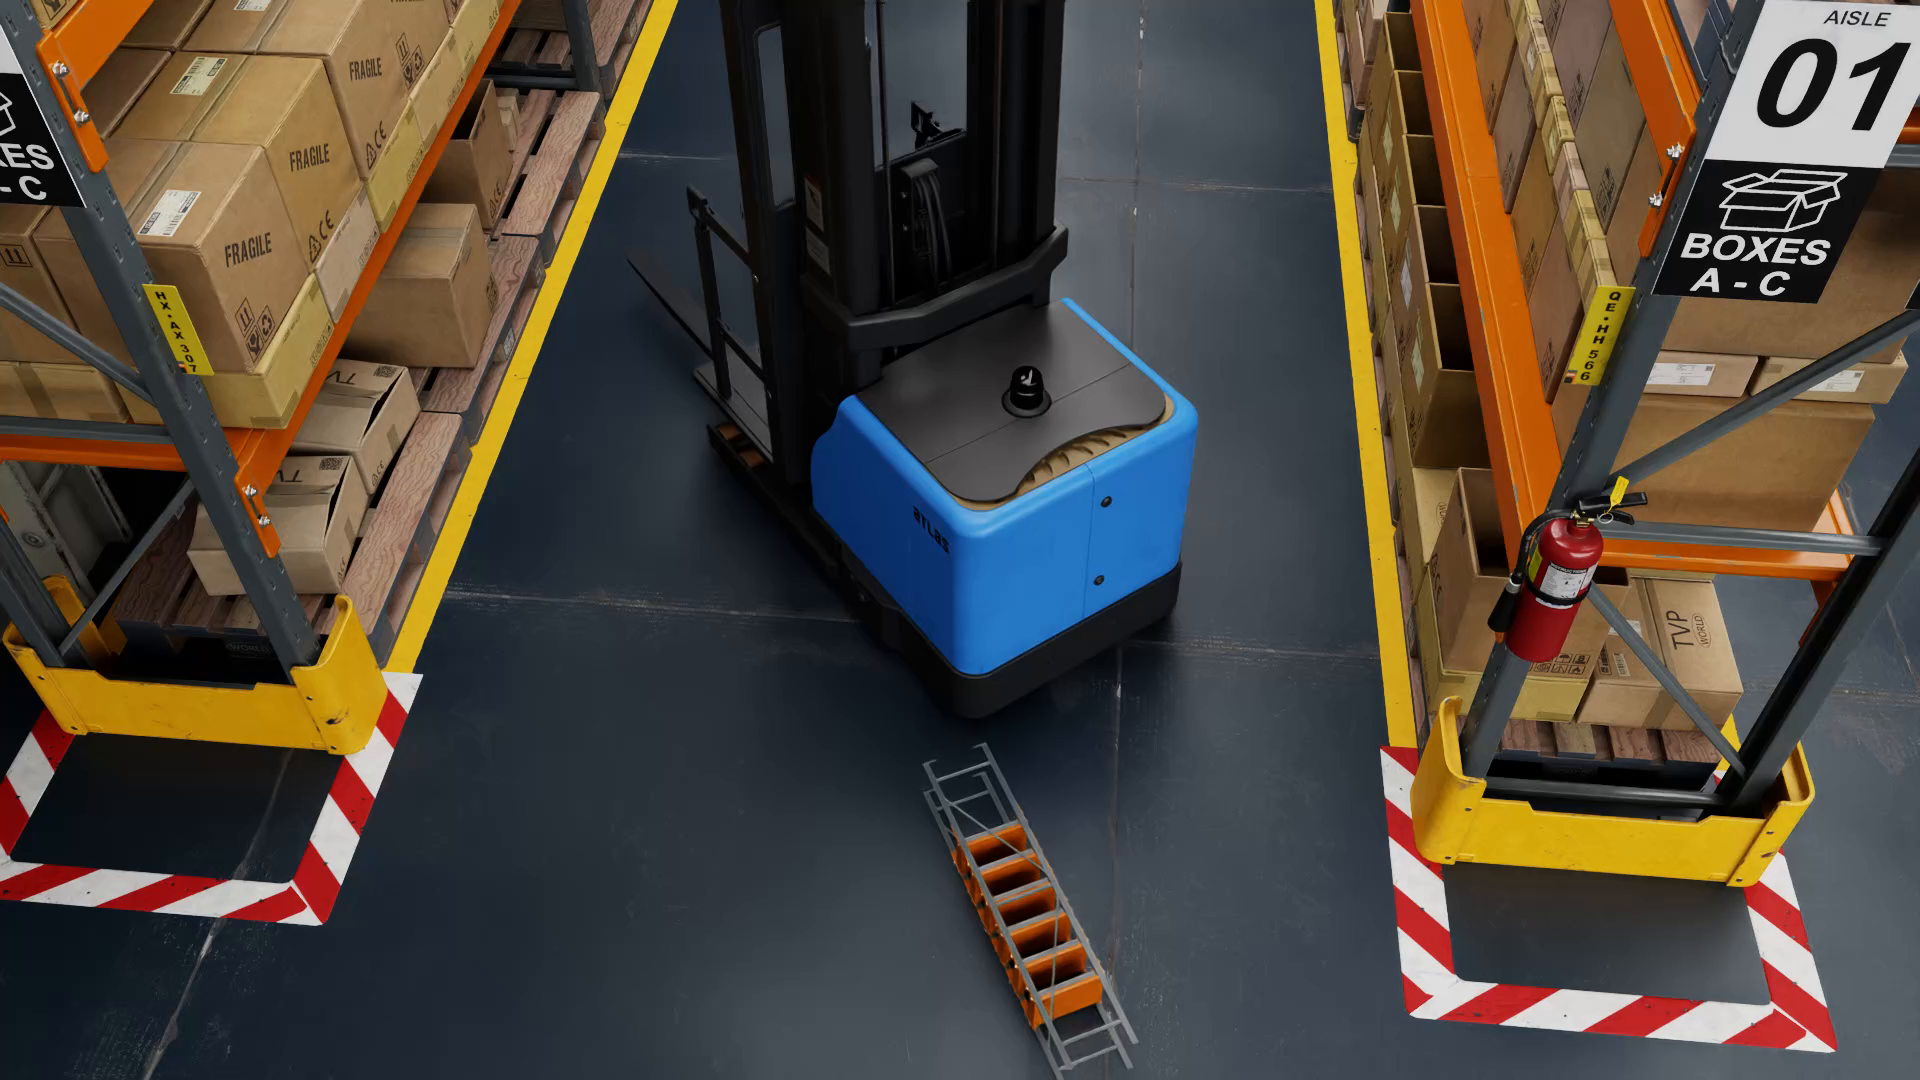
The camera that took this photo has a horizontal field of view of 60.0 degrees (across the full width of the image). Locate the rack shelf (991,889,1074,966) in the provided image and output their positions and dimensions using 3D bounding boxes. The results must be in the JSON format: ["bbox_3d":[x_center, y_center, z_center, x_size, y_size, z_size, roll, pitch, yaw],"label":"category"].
[{"bbox_3d":[0.237,1.274,5.467,0.258,0.180,0.103,-17,51,-15],"label":"rack shelf"}]

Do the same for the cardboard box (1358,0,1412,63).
[{"bbox_3d":[2.300,-2.664,8.378,0.500,0.311,0.500,4,48,4],"label":"cardboard box"}]

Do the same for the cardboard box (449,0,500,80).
[{"bbox_3d":[-2.210,-2.126,6.776,0.500,0.250,0.500,4,48,3],"label":"cardboard box"}]

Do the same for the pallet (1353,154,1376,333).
[{"bbox_3d":[2.434,-1.421,7.933,1.003,0.211,1.213,4,48,4],"label":"pallet"}]

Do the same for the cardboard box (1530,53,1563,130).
[{"bbox_3d":[2.146,-1.503,5.610,0.380,0.149,0.250,5,48,5],"label":"cardboard box"}]

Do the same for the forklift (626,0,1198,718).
[{"bbox_3d":[-0.409,-1.396,6.066,1.130,2.935,3.031,-27,53,-23],"label":"forklift"}]

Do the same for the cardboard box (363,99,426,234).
[{"bbox_3d":[-2.303,-1.385,6.098,0.500,0.250,0.500,3,48,3],"label":"cardboard box"}]

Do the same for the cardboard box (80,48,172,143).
[{"bbox_3d":[-2.862,-1.274,5.488,0.500,0.500,0.500,4,48,4],"label":"cardboard box"}]

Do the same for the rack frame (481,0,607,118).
[{"bbox_3d":[-2.385,-3.274,7.738,1.000,3.000,0.127,4,48,4],"label":"rack frame"}]

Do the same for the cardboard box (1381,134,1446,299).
[{"bbox_3d":[2.103,-1.356,7.054,0.500,0.500,0.500,4,48,4],"label":"cardboard box"}]

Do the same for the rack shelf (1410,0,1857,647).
[{"bbox_3d":[2.366,-1.232,6.357,1.077,0.370,4.000,4,48,4],"label":"rack shelf"}]

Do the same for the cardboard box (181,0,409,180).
[{"bbox_3d":[-2.298,-1.617,5.802,0.500,0.500,0.500,2,48,2],"label":"cardboard box"}]

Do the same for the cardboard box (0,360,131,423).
[{"bbox_3d":[-2.900,-0.648,5.424,0.500,0.250,0.500,4,48,4],"label":"cardboard box"}]

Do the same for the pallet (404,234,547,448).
[{"bbox_3d":[-2.519,-0.938,7.491,1.003,0.211,1.213,4,48,4],"label":"pallet"}]

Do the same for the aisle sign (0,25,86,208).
[{"bbox_3d":[-2.457,-1.139,4.024,0.394,0.787,0.004,4,48,4],"label":"aisle sign"}]

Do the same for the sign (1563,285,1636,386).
[{"bbox_3d":[1.645,-0.522,4.276,0.100,0.325,0.005,4,48,4],"label":"sign"}]

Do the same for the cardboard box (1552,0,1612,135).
[{"bbox_3d":[2.332,-1.615,5.273,0.700,0.500,0.500,4,48,4],"label":"cardboard box"}]

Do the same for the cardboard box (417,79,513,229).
[{"bbox_3d":[-2.440,-1.814,7.798,0.500,0.500,0.500,1,48,1],"label":"cardboard box"}]

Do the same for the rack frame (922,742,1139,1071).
[{"bbox_3d":[0.209,1.161,5.445,0.240,0.006,1.200,-17,51,-15],"label":"rack frame"}]

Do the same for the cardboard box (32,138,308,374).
[{"bbox_3d":[-2.407,-0.875,5.123,0.500,0.500,0.500,4,48,4],"label":"cardboard box"}]

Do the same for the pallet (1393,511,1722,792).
[{"bbox_3d":[2.212,0.372,6.293,1.003,0.211,1.213,4,48,4],"label":"pallet"}]

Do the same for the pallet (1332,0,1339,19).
[{"bbox_3d":[2.685,-3.446,9.785,1.003,0.211,1.213,4,48,4],"label":"pallet"}]

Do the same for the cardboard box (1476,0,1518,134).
[{"bbox_3d":[2.423,-1.895,6.408,0.700,0.500,0.500,5,48,4],"label":"cardboard box"}]

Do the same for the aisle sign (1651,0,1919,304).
[{"bbox_3d":[1.886,-0.854,3.762,0.394,0.787,0.004,4,48,4],"label":"aisle sign"}]

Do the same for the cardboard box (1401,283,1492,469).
[{"bbox_3d":[2.013,-0.621,6.382,0.500,0.500,0.500,4,48,4],"label":"cardboard box"}]

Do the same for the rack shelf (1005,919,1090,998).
[{"bbox_3d":[0.283,1.357,5.394,0.258,0.180,0.103,-17,51,-15],"label":"rack shelf"}]

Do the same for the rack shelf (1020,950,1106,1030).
[{"bbox_3d":[0.329,1.440,5.321,0.258,0.180,0.103,-17,51,-15],"label":"rack shelf"}]

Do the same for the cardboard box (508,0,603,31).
[{"bbox_3d":[-2.334,-3.121,8.994,0.700,0.500,0.500,5,48,5],"label":"cardboard box"}]

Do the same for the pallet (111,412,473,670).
[{"bbox_3d":[-2.633,-0.044,6.674,1.003,0.211,1.213,4,48,4],"label":"pallet"}]

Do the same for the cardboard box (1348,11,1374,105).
[{"bbox_3d":[2.298,-2.482,8.592,0.500,0.250,0.500,3,48,3],"label":"cardboard box"}]

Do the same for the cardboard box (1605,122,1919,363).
[{"bbox_3d":[2.244,-0.857,4.580,0.700,0.500,0.500,4,48,4],"label":"cardboard box"}]

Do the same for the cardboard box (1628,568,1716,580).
[{"bbox_3d":[2.498,-0.218,6.013,0.500,0.500,0.500,4,48,4],"label":"cardboard box"}]

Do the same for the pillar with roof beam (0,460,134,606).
[{"bbox_3d":[0.740,-2.643,3.095,9.100,9.000,0.400,4,48,4],"label":"pillar with roof beam"}]

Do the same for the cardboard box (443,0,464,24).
[{"bbox_3d":[-2.216,-2.379,6.499,0.500,0.500,0.500,3,48,2],"label":"cardboard box"}]

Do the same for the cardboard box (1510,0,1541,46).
[{"bbox_3d":[2.194,-1.874,5.950,0.380,0.149,0.250,4,48,3],"label":"cardboard box"}]

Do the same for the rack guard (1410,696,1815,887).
[{"bbox_3d":[2.182,0.857,5.654,1.175,0.500,0.348,4,48,4],"label":"rack guard"}]

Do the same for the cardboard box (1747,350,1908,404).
[{"bbox_3d":[2.434,-0.531,4.722,0.380,0.149,0.250,4,48,3],"label":"cardboard box"}]

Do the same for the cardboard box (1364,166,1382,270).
[{"bbox_3d":[2.154,-1.470,7.667,0.500,0.250,0.500,4,48,4],"label":"cardboard box"}]

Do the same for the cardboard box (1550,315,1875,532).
[{"bbox_3d":[2.239,-0.381,5.024,0.700,0.500,0.500,4,48,4],"label":"cardboard box"}]

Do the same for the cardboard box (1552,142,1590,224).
[{"bbox_3d":[2.100,-1.116,5.257,0.380,0.149,0.250,4,48,4],"label":"cardboard box"}]

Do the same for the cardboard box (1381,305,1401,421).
[{"bbox_3d":[2.063,-0.735,6.995,0.500,0.250,0.500,4,48,4],"label":"cardboard box"}]

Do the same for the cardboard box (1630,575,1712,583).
[{"bbox_3d":[2.496,0.035,6.290,0.500,0.250,0.500,4,48,4],"label":"cardboard box"}]

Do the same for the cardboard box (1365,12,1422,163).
[{"bbox_3d":[2.194,-2.091,7.726,0.500,0.500,0.500,4,48,4],"label":"cardboard box"}]

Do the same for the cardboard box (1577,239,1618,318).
[{"bbox_3d":[2.052,-0.743,4.916,0.380,0.149,0.250,5,48,5],"label":"cardboard box"}]

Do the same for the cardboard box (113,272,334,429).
[{"bbox_3d":[-2.389,-0.628,5.406,0.500,0.250,0.500,3,48,2],"label":"cardboard box"}]

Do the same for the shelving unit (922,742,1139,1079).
[{"bbox_3d":[0.208,1.221,5.514,0.258,0.189,1.200,-17,51,-15],"label":"shelving unit"}]

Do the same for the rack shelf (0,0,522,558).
[{"bbox_3d":[-2.567,-1.562,6.659,1.077,0.370,4.000,4,48,4],"label":"rack shelf"}]

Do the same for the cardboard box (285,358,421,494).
[{"bbox_3d":[-2.545,-0.497,6.722,0.500,0.311,0.500,7,48,7],"label":"cardboard box"}]

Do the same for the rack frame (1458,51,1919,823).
[{"bbox_3d":[2.184,-0.005,4.747,1.000,3.000,0.127,4,48,4],"label":"rack frame"}]

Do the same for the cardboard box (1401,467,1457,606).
[{"bbox_3d":[1.972,-0.001,6.323,0.500,0.250,0.500,4,48,4],"label":"cardboard box"}]

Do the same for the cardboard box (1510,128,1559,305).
[{"bbox_3d":[2.333,-1.131,5.710,0.700,0.500,0.500,4,48,4],"label":"cardboard box"}]
